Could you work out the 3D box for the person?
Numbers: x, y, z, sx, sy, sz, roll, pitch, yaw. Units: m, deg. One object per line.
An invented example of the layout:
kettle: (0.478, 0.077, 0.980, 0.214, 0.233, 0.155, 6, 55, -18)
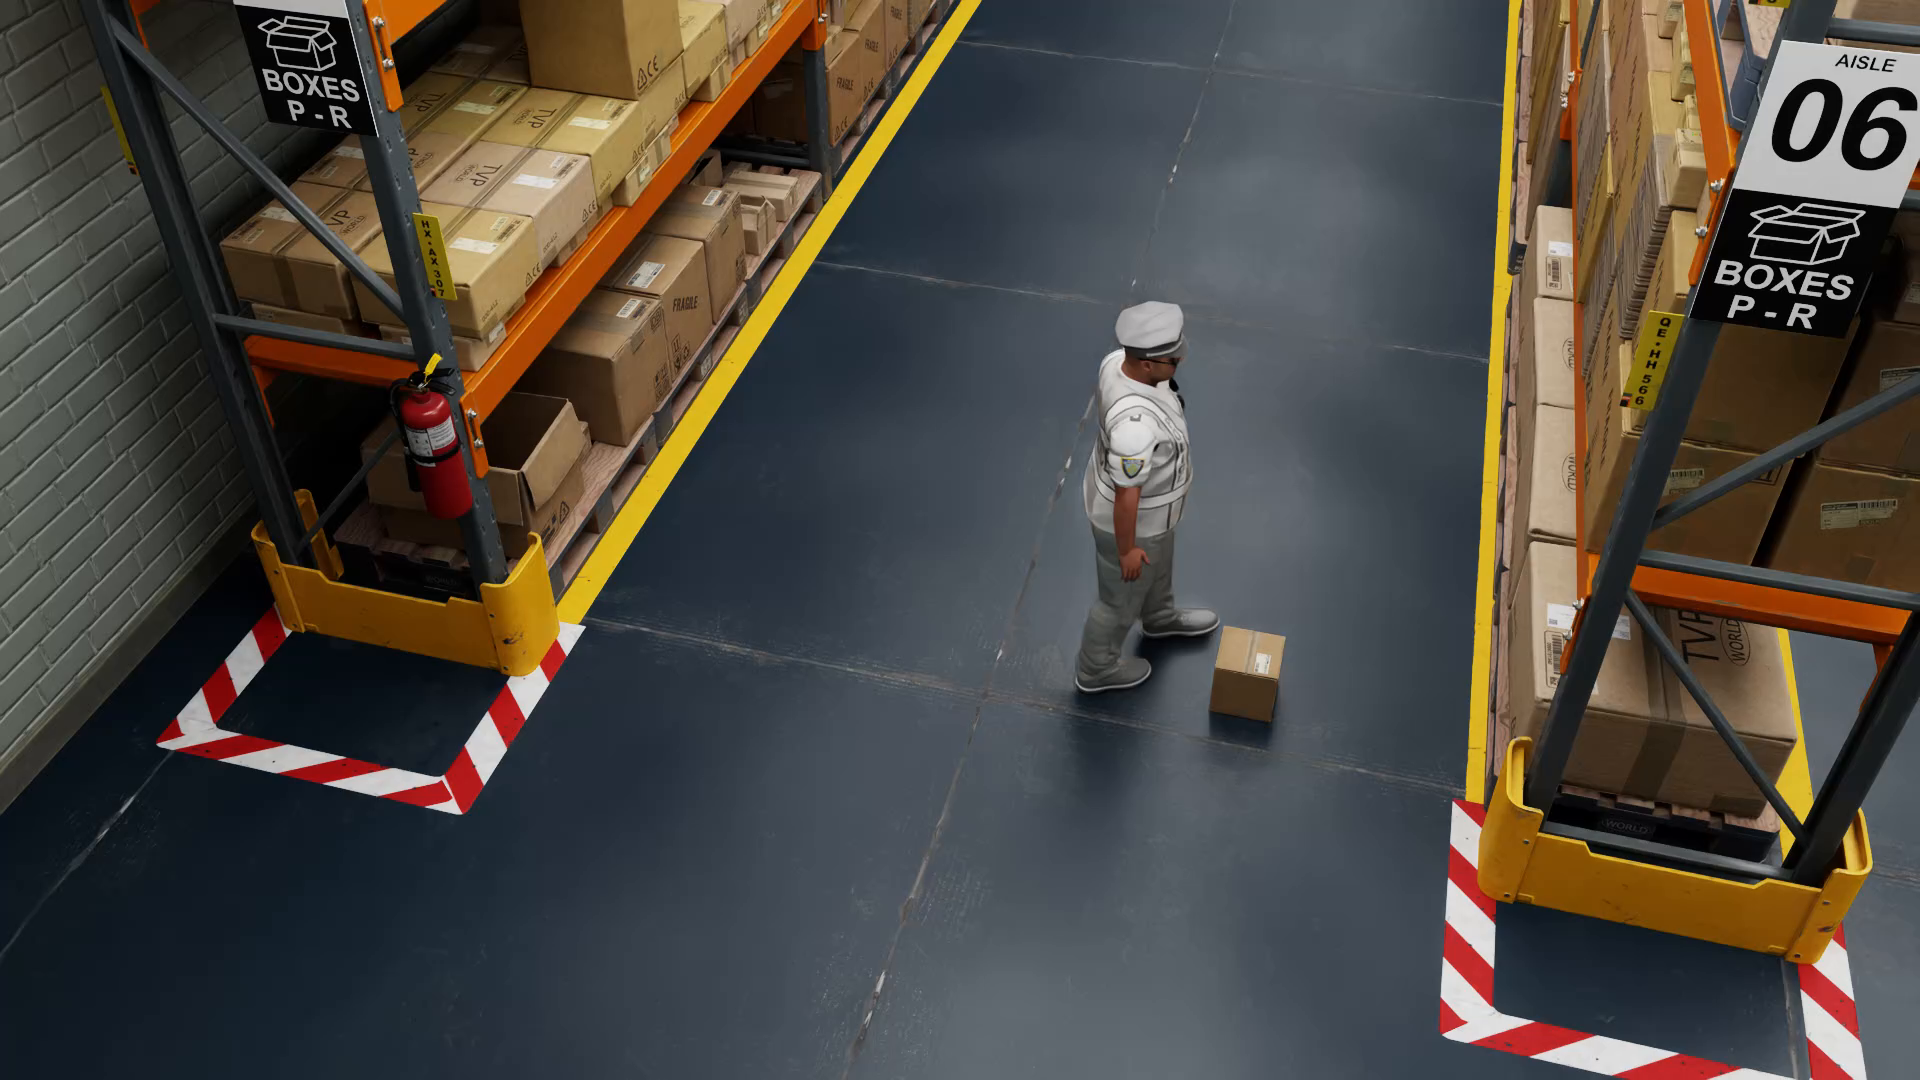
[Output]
person: (0.782, -0.130, 6.291, 0.626, 1.751, 0.553, -1, 41, -1)
